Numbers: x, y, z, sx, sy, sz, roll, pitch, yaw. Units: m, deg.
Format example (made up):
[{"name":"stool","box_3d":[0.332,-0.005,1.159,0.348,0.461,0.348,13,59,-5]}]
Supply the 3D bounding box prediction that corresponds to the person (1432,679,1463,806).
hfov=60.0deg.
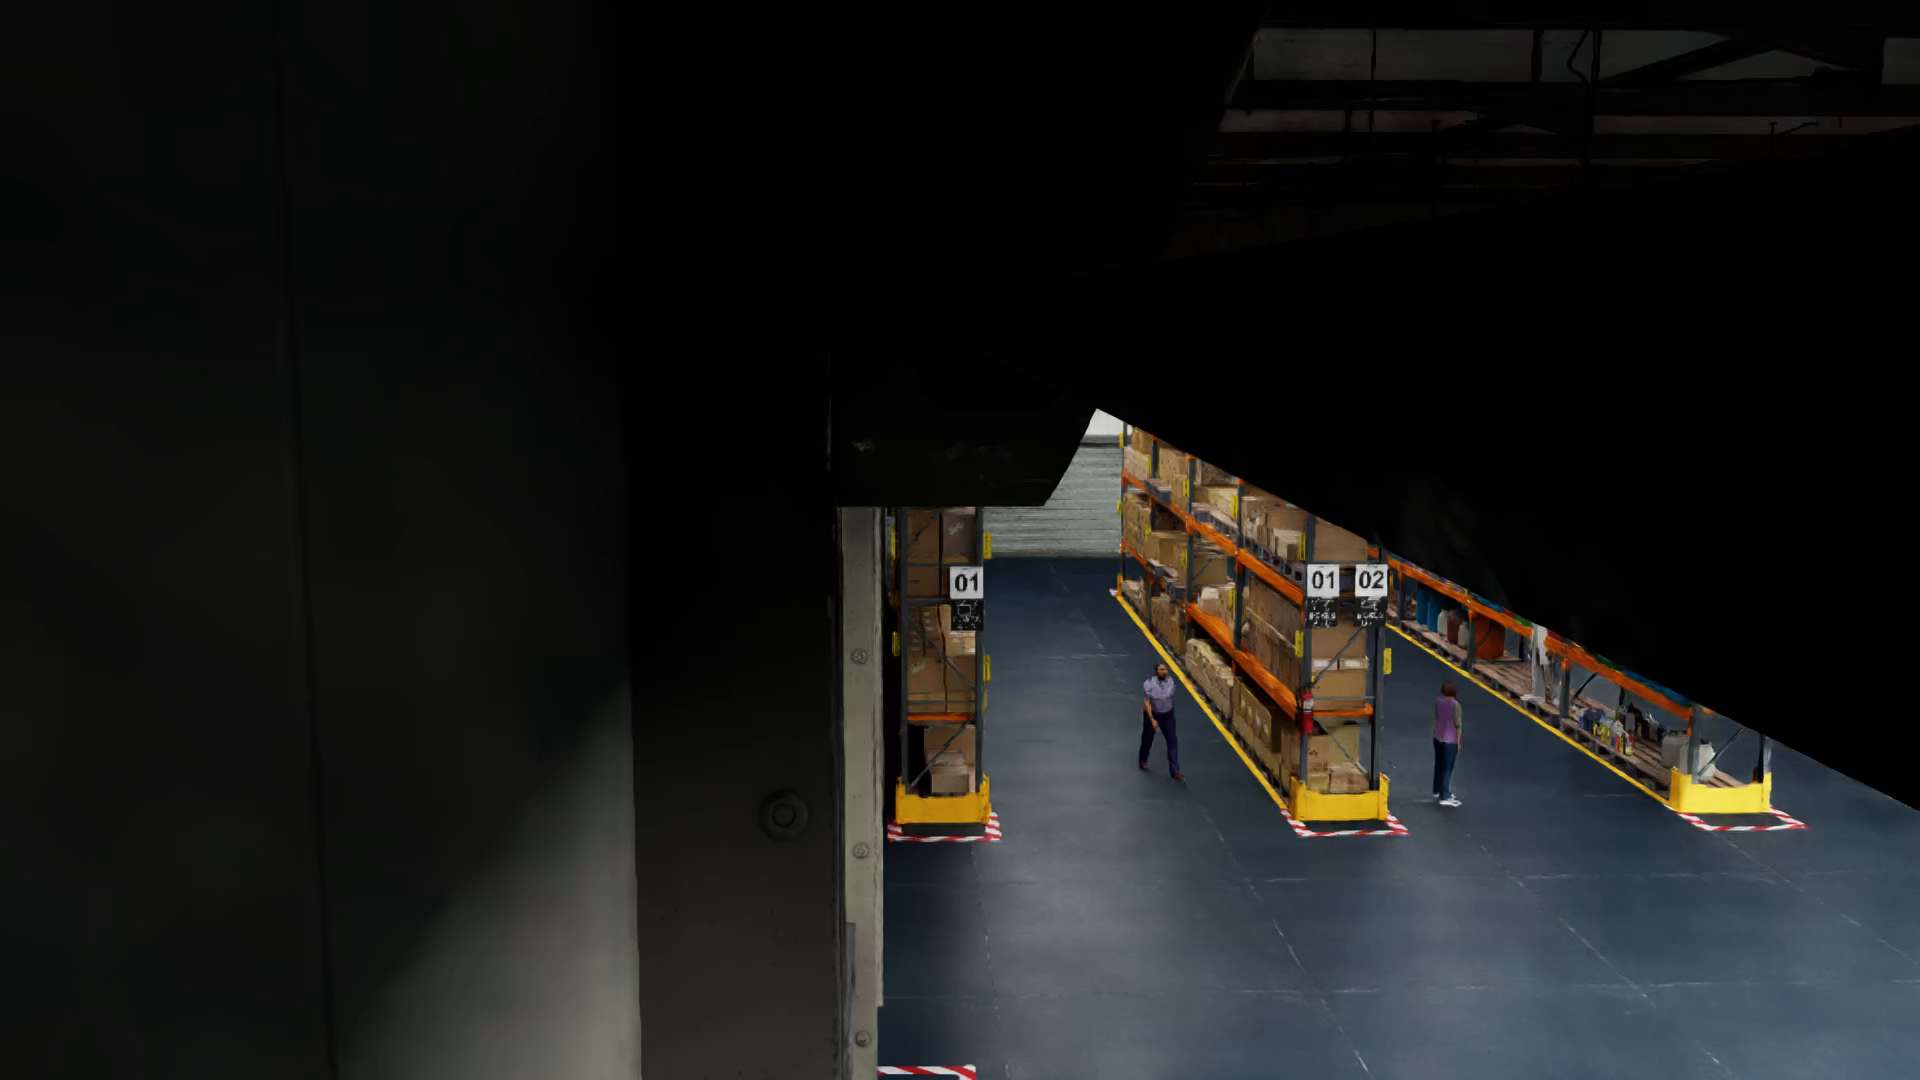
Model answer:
[{"name":"person","box_3d":[6.226,2.561,21.210,0.406,1.600,0.468,-4,9,-28]}]

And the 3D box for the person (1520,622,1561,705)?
[{"name":"person","box_3d":[9.065,1.642,25.737,0.536,1.779,0.644,-2,8,-11]}]

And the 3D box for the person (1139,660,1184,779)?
[{"name":"person","box_3d":[2.686,2.392,22.464,0.478,1.580,1.000,-2,8,-11]}]
